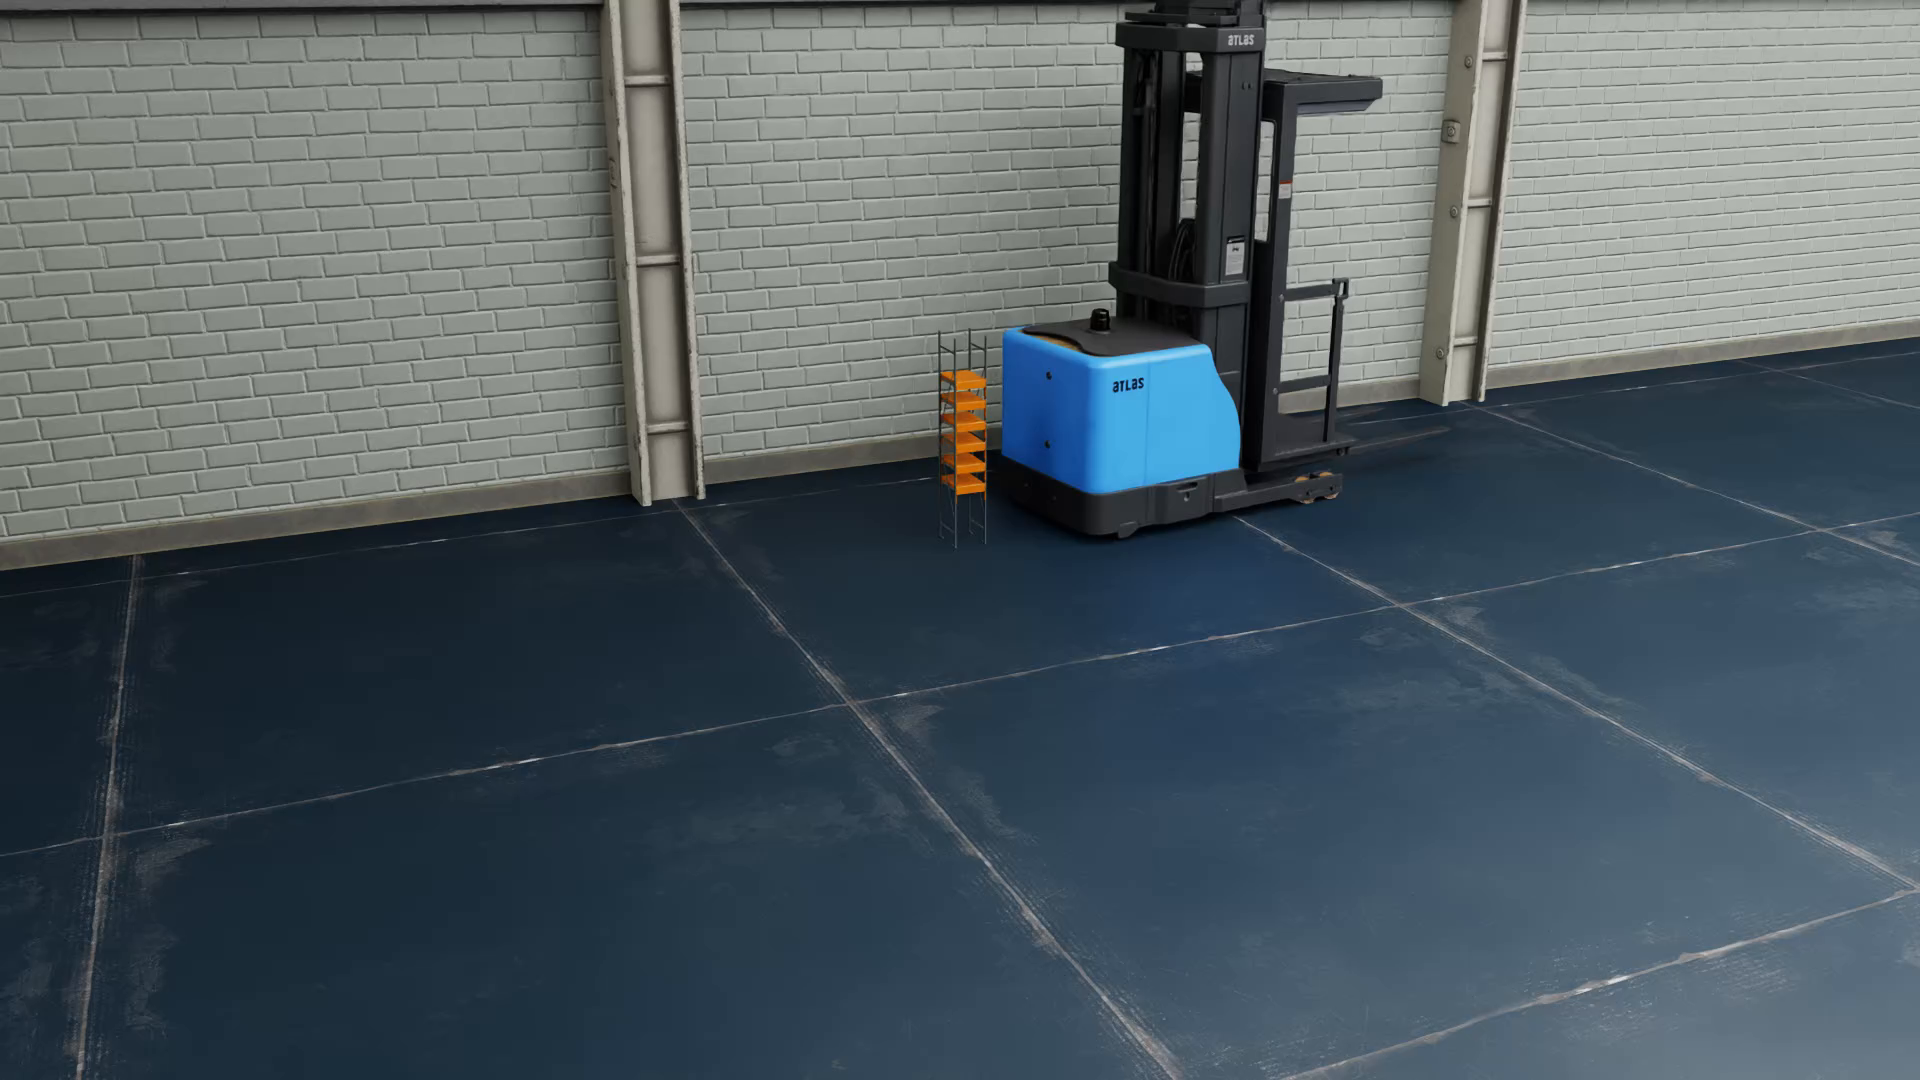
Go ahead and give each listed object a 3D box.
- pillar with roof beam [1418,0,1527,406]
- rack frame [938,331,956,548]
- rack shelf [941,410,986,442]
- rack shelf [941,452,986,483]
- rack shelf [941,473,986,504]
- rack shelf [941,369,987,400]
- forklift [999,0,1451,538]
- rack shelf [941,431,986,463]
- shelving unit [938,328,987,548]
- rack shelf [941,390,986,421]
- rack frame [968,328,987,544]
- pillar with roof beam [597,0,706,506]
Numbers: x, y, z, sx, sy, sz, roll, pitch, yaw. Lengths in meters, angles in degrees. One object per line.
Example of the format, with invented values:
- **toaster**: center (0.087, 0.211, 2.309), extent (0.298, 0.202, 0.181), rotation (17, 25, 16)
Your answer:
- **pillar with roof beam**: center (5.406, -3.999, 7.329), extent (0.400, 9.000, 9.100), rotation (-8, 21, -22)
- **rack frame**: center (-0.071, -0.556, 9.294), extent (0.006, 1.200, 0.240), rotation (-8, 21, -22)
- **rack shelf**: center (0.013, -0.639, 9.303), extent (0.180, 0.103, 0.258), rotation (-8, 21, -22)
- **rack shelf**: center (0.013, -0.413, 9.383), extent (0.180, 0.103, 0.258), rotation (-8, 21, -22)
- **rack shelf**: center (0.013, -0.300, 9.423), extent (0.180, 0.103, 0.258), rotation (-8, 21, -22)
- **rack shelf**: center (0.013, -0.866, 9.223), extent (0.180, 0.103, 0.258), rotation (-8, 21, -22)
- **forklift**: center (1.764, -1.737, 10.043), extent (3.031, 2.935, 1.130), rotation (-11, 22, -29)
- **rack shelf**: center (0.013, -0.526, 9.343), extent (0.180, 0.103, 0.258), rotation (-8, 21, -22)
- **shelving unit**: center (0.013, -0.568, 9.328), extent (0.189, 1.200, 0.258), rotation (-8, 21, -22)
- **rack shelf**: center (0.013, -0.752, 9.263), extent (0.180, 0.103, 0.258), rotation (-8, 21, -22)
- **rack frame**: center (0.097, -0.580, 9.362), extent (0.006, 1.200, 0.240), rotation (-8, 21, -22)
- **pillar with roof beam**: center (-0.103, -3.209, 5.088), extent (0.400, 9.000, 9.100), rotation (-8, 21, -22)
